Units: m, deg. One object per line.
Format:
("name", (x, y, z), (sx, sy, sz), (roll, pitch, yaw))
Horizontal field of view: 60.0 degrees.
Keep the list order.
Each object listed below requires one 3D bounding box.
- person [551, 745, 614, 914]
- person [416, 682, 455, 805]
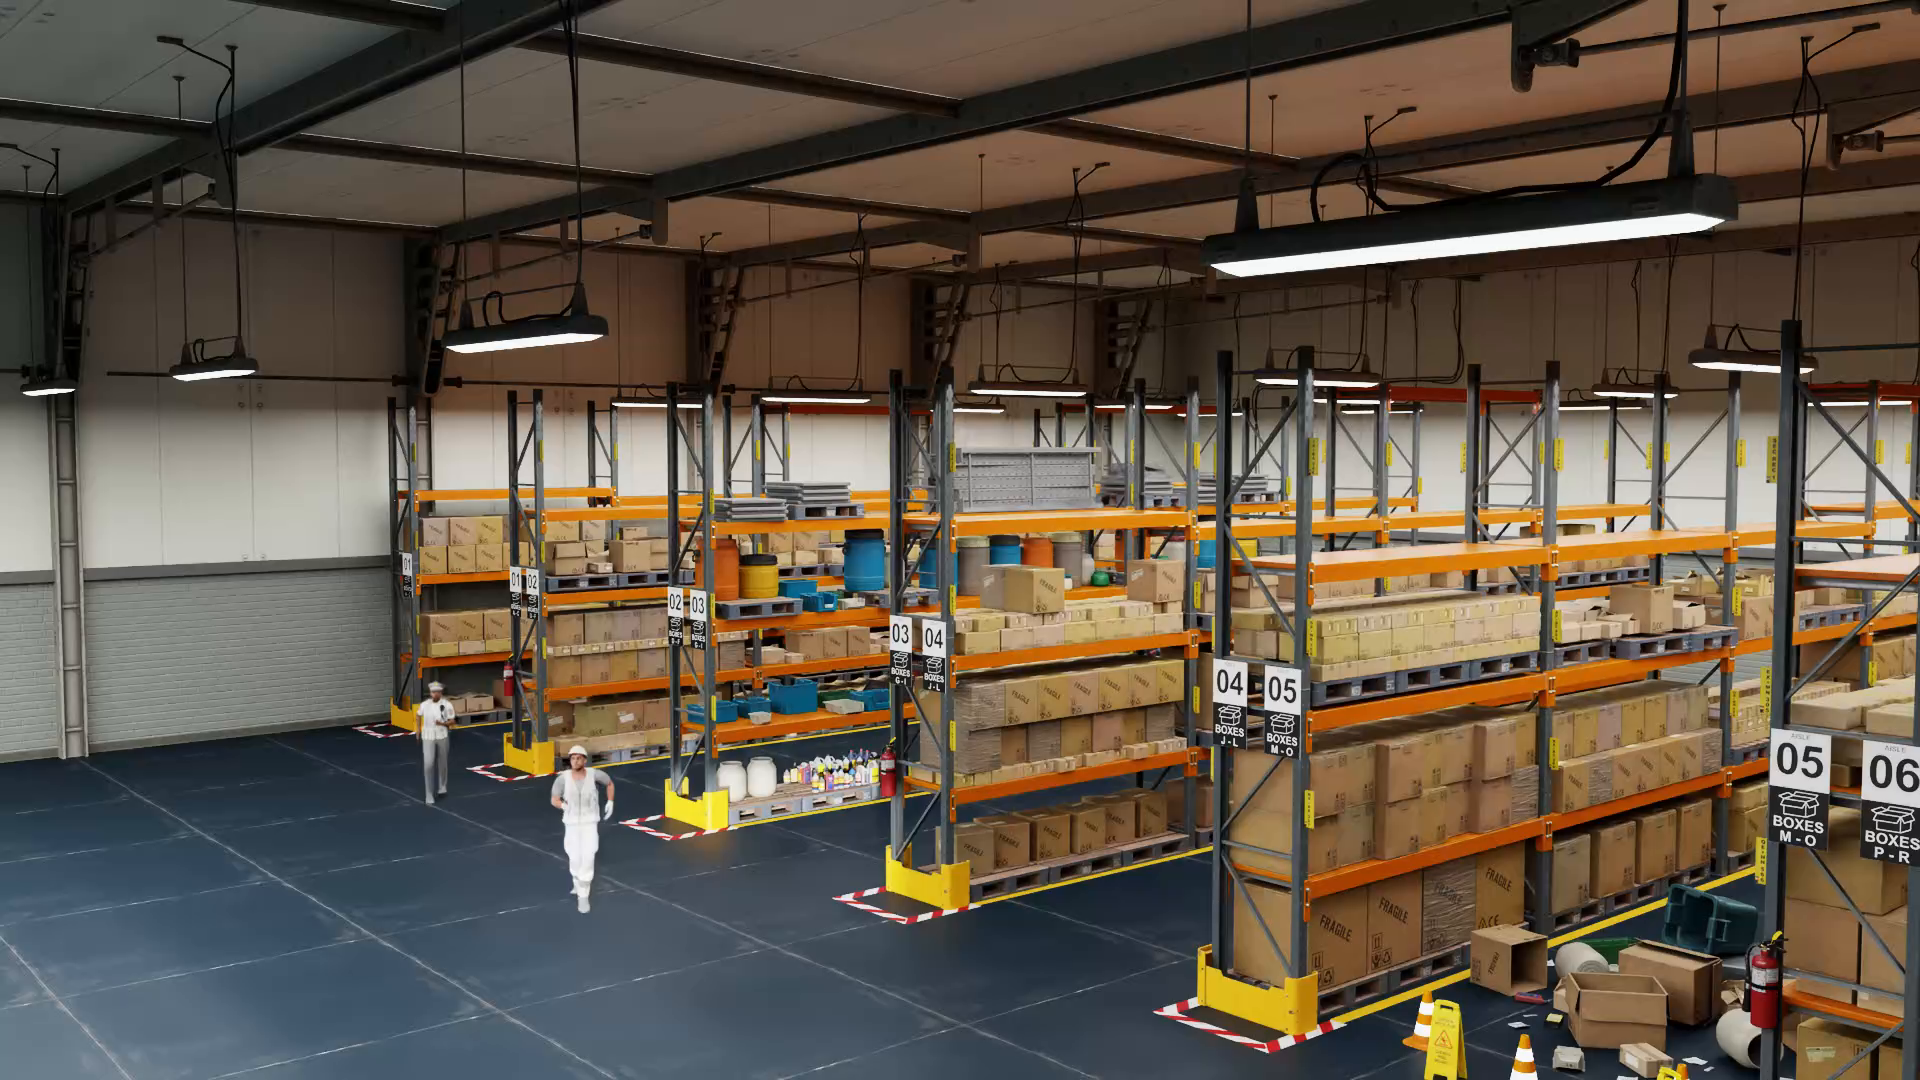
("person", (-4.230, 3.202, 18.606), (0.669, 1.820, 0.792), (0, 3, -5))
("person", (-7.583, 2.915, 24.059), (0.549, 1.757, 0.771), (-1, 3, -17))
